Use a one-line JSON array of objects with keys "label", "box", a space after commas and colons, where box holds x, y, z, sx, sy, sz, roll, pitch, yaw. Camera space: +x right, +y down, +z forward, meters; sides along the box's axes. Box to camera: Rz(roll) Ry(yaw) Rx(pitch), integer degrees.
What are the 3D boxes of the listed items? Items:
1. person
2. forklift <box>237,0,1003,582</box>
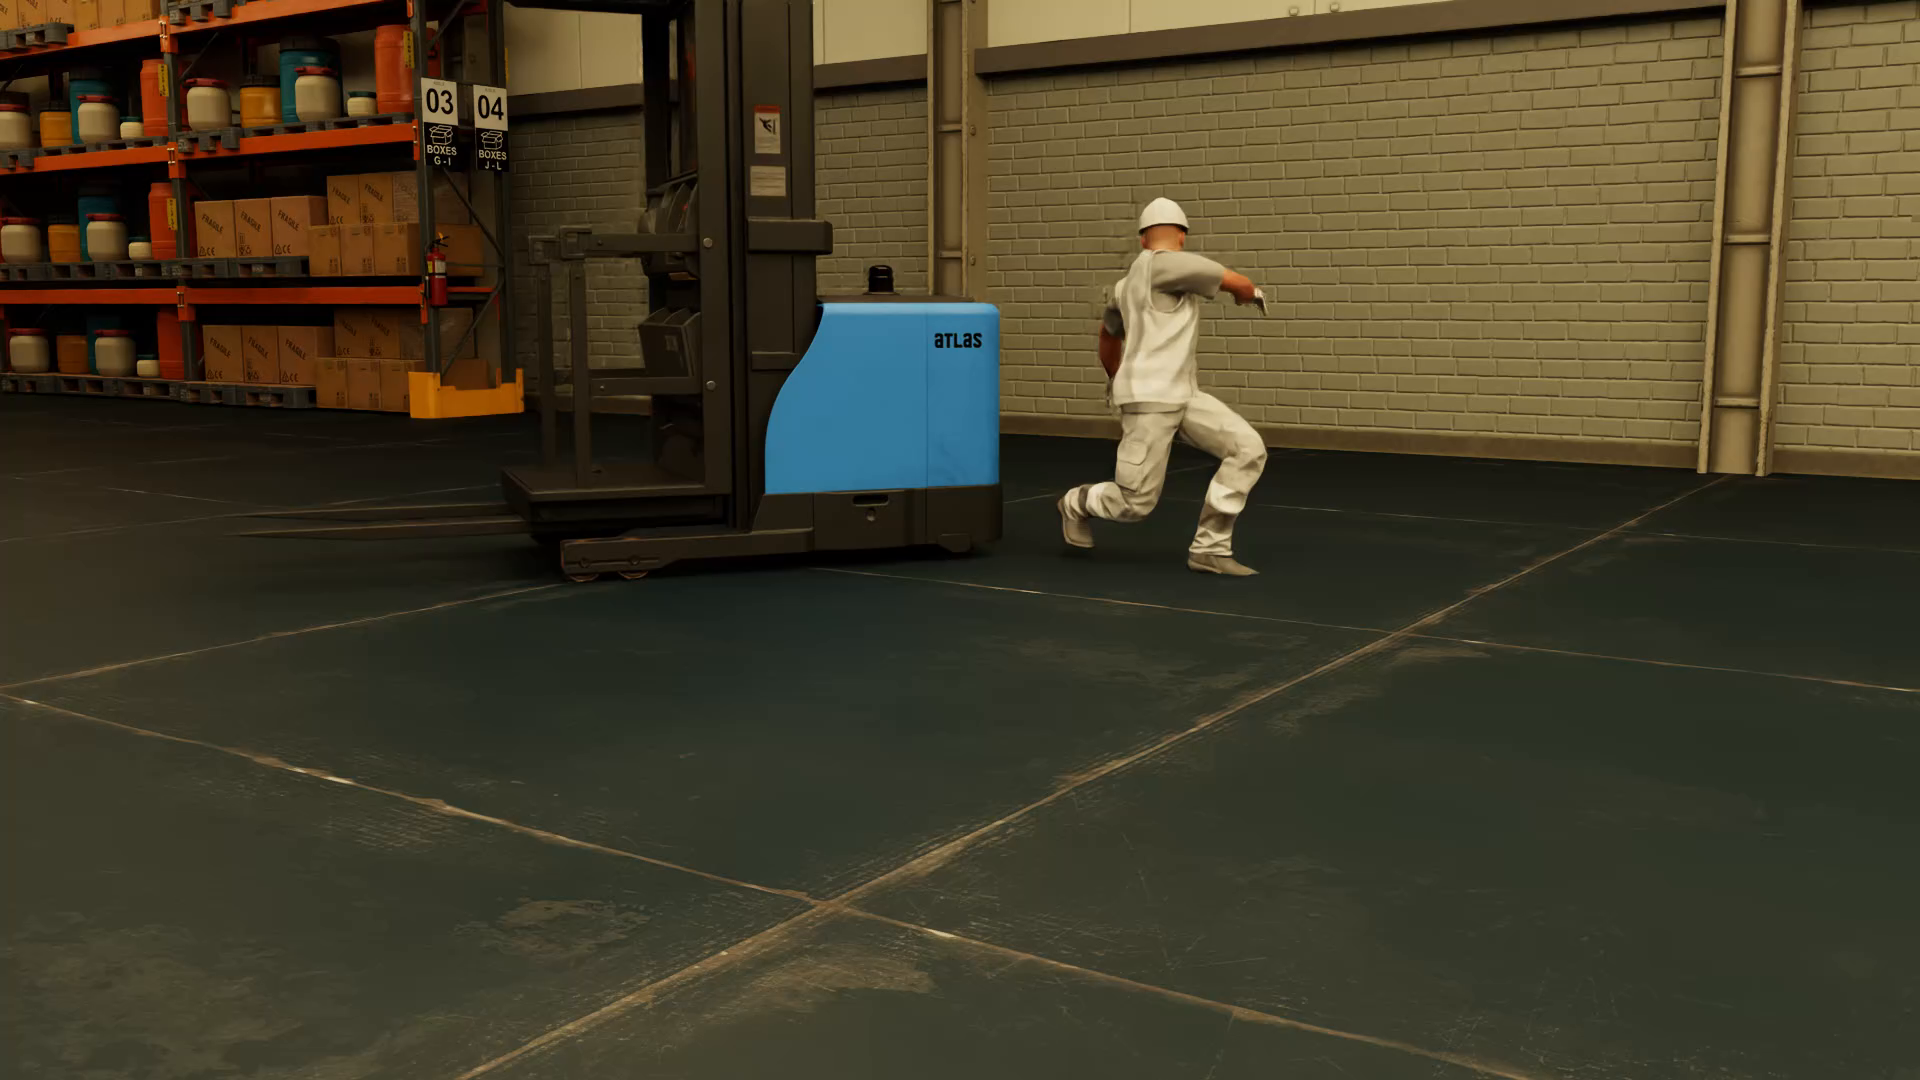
[{"label": "person", "box": [0.850, -0.635, 6.895, 0.973, 1.540, 0.745, 4, 9, 28]}, {"label": "forklift", "box": [-1.388, -1.371, 6.836, 3.031, 2.935, 1.130, -3, 9, -21]}]
